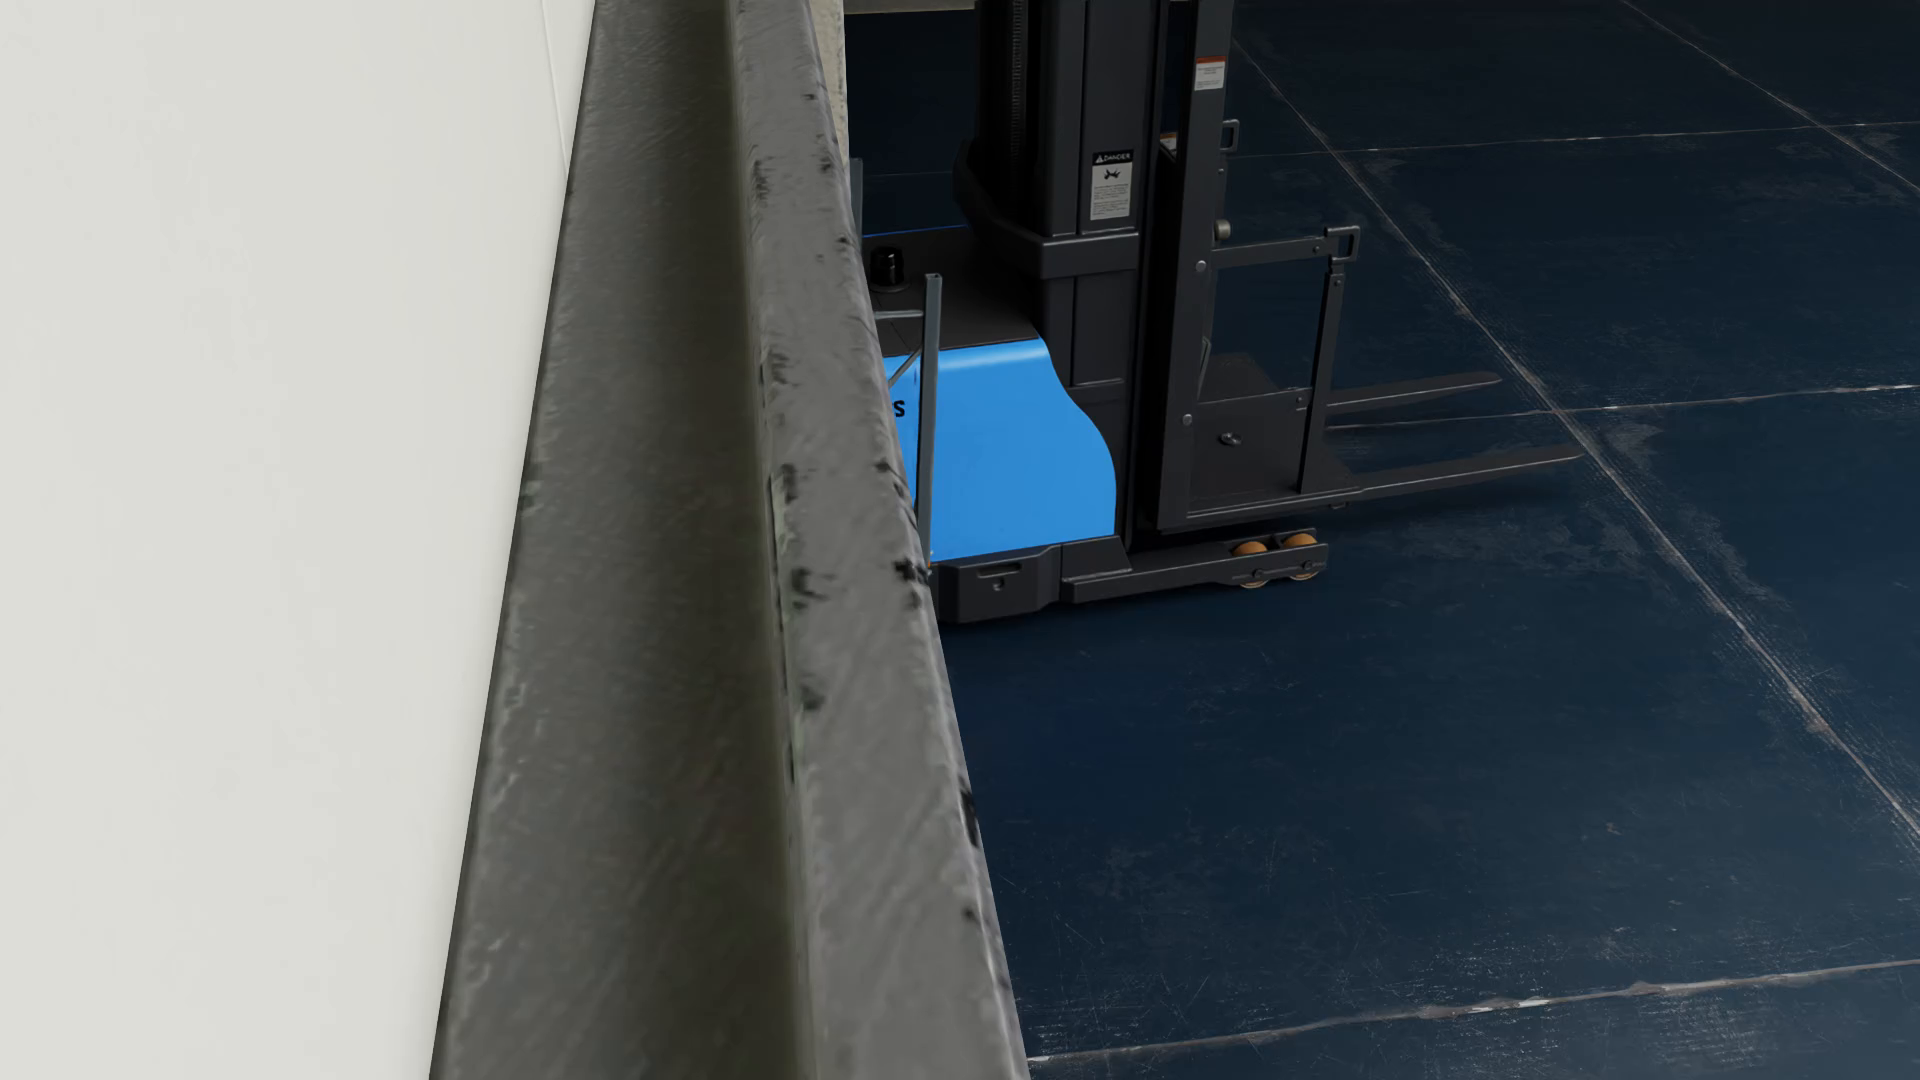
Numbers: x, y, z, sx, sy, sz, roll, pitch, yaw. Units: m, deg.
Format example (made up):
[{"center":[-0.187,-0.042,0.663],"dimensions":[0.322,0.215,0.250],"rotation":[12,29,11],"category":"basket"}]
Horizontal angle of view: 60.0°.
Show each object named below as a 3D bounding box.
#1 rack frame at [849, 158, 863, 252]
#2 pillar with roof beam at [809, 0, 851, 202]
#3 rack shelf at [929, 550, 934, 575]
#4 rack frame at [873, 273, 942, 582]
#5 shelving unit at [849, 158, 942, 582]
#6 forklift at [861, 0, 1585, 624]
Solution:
[{"center":[-0.589,-0.545,5.622],"dimensions":[0.500,1.500,0.032],"rotation":[-5,31,-14],"category":"rack frame"},{"center":[3.909,-2.664,2.168],"dimensions":[9.100,9.000,0.400],"rotation":[-4,35,-6],"category":"pillar with roof beam"},{"center":[-0.467,-0.138,5.291],"dimensions":[0.538,0.185,1.000],"rotation":[-5,31,-14],"category":"rack shelf"},{"center":[-0.329,-0.040,4.779],"dimensions":[0.500,1.500,0.032],"rotation":[-5,31,-14],"category":"rack frame"},{"center":[-0.456,-0.288,5.193],"dimensions":[0.587,1.500,1.083],"rotation":[-5,31,-14],"category":"shelving unit"},{"center":[0.836,-1.316,5.579],"dimensions":[3.031,2.935,1.130],"rotation":[-9,35,-12],"category":"forklift"}]
